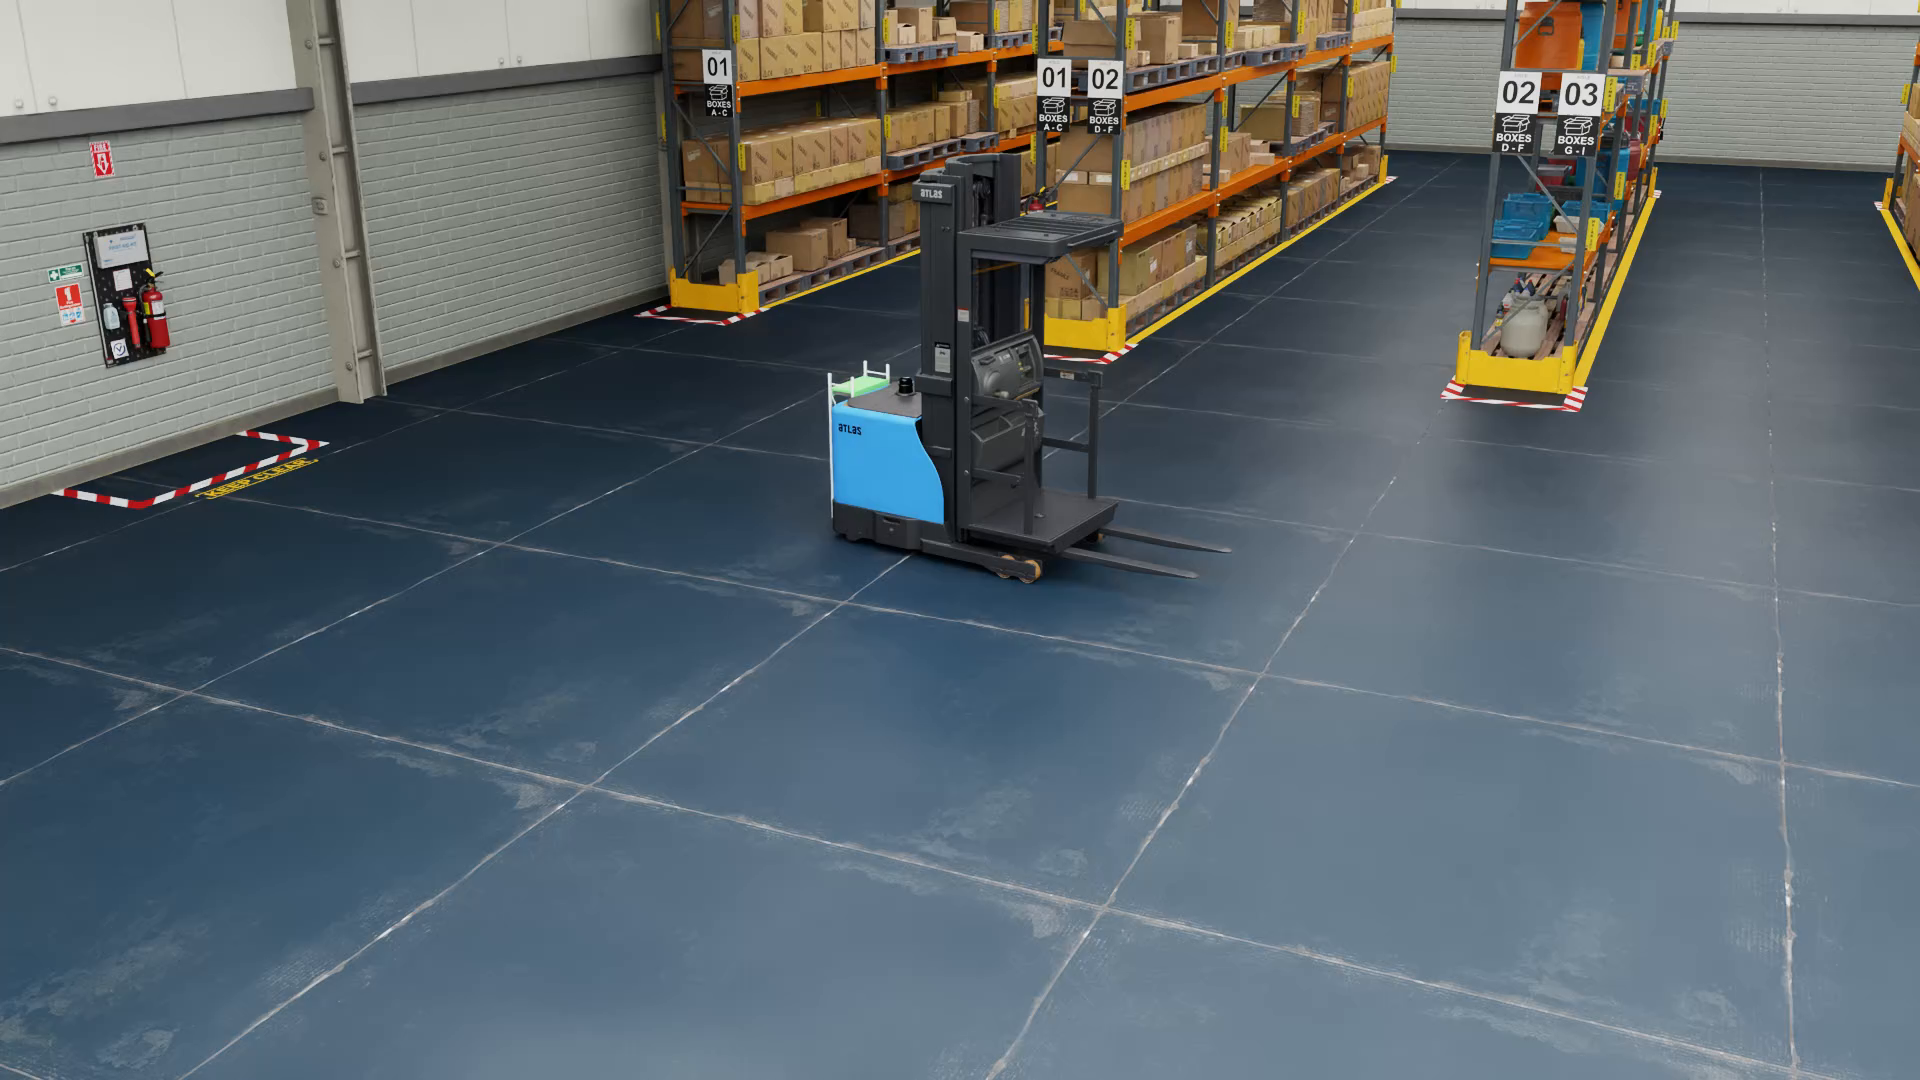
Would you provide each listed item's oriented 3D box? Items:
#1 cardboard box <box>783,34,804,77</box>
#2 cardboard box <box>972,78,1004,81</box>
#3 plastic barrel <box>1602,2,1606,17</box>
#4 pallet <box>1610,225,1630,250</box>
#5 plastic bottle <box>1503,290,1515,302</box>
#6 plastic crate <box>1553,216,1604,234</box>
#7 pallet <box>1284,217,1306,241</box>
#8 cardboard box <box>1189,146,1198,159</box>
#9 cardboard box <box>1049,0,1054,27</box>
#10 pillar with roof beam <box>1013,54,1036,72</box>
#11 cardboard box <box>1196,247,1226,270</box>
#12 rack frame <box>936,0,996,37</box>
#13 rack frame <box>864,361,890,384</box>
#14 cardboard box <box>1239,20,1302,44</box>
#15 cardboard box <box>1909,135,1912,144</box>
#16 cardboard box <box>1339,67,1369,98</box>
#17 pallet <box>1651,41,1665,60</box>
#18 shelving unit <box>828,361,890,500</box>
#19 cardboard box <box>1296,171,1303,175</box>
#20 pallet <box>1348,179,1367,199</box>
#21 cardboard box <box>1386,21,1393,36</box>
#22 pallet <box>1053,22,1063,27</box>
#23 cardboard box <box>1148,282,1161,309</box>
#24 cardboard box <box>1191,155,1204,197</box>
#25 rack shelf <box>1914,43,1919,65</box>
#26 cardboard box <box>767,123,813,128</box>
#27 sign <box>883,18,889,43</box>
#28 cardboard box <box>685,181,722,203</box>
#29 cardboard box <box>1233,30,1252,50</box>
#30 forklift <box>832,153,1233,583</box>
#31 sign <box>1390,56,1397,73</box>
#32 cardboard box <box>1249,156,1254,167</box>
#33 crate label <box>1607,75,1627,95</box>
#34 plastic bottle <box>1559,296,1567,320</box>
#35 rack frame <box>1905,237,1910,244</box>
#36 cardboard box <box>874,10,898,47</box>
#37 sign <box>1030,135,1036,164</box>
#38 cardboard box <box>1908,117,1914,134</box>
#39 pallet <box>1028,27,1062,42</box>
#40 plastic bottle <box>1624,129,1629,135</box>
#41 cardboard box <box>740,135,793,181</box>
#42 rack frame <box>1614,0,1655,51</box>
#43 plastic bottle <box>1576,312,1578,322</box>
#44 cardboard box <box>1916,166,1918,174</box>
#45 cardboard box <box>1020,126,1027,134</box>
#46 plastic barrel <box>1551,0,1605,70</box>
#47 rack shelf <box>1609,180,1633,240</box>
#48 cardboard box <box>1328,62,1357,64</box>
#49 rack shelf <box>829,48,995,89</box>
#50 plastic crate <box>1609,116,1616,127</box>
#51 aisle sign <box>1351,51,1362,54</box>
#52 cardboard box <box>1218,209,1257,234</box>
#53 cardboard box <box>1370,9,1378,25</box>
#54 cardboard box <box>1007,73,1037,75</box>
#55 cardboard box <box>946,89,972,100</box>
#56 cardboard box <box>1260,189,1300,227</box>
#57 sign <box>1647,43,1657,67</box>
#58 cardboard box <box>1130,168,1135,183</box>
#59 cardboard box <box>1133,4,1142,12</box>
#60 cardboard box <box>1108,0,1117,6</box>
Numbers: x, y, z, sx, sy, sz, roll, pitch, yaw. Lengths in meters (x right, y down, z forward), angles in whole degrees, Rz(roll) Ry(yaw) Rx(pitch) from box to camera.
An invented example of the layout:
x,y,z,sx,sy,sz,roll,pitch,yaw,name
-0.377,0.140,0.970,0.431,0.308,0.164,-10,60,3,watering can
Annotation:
x,y,z,sx,sy,sz,roll,pitch,yaw,name
-2.355,-6.235,21.368,0.500,0.500,0.500,10,22,25,cardboard box
0.472,-7.862,28.858,0.500,0.250,0.500,8,21,21,cardboard box
8.040,-6.476,21.478,0.600,0.901,0.708,9,21,23,plastic barrel
9.918,-4.769,26.064,1.003,0.211,1.213,9,21,23,pallet
6.458,-2.767,19.568,0.144,0.351,0.185,10,22,25,plastic bottle
7.061,-3.586,18.970,0.530,0.136,0.437,9,21,23,plastic crate
4.955,-5.055,26.867,1.003,0.211,1.213,9,21,23,pallet
2.853,-5.007,21.454,0.380,0.149,0.250,8,21,21,cardboard box
1.272,-9.460,29.811,0.700,0.500,0.500,7,21,20,cardboard box
5.157,-10.615,29.388,9.100,9.000,0.400,9,21,23,pillar with roof beam
3.368,-3.914,22.975,0.500,0.250,0.500,8,21,21,cardboard box
0.094,-9.651,26.675,1.000,3.000,0.127,9,21,23,rack frame
-0.673,-0.862,13.603,0.240,1.200,0.015,12,23,30,rack frame
4.763,-7.744,25.641,0.910,0.500,0.500,9,21,23,cardboard box
15.852,-6.579,27.365,0.380,0.149,0.250,8,21,21,cardboard box
7.124,-8.307,30.208,0.500,0.500,0.500,8,21,21,cardboard box
10.077,-7.411,25.138,1.003,0.211,1.213,9,21,23,pallet
-0.802,-0.793,13.408,0.258,1.200,0.503,12,23,30,shelving unit
5.624,-6.119,28.771,0.500,0.500,0.500,9,21,23,cardboard box
7.033,-6.638,31.320,1.003,0.211,1.213,9,21,23,pallet
7.921,-9.740,31.628,0.500,0.250,0.500,9,21,23,cardboard box
2.077,-9.667,31.330,1.003,0.211,1.213,9,21,23,pallet
2.168,-3.042,20.522,0.500,0.250,0.500,9,21,23,cardboard box
2.801,-4.833,21.933,0.700,0.500,0.500,8,21,21,cardboard box
16.108,-7.693,26.722,1.077,0.370,4.000,9,21,23,rack shelf
-2.351,-5.469,22.945,0.500,0.500,0.500,9,22,24,cardboard box
-1.046,-7.186,23.450,0.100,0.325,0.005,9,21,23,sign
-3.167,-4.487,21.302,0.500,0.250,0.500,9,21,23,cardboard box
3.816,-7.039,23.406,0.500,0.250,0.500,7,21,18,cardboard box
0.528,-1.271,12.167,3.031,2.935,1.130,12,23,30,forklift
8.389,-9.203,32.170,0.100,0.325,0.005,9,21,23,sign
4.144,-5.629,24.696,0.380,0.149,0.250,10,22,27,cardboard box
6.924,-4.889,17.985,0.502,0.251,0.408,9,21,23,crate label
7.115,-2.741,19.596,0.061,0.283,0.133,9,21,23,plastic bottle
15.289,-6.008,25.385,1.000,3.000,0.127,9,21,23,rack frame
-1.247,-7.416,24.091,0.500,0.500,0.500,12,23,30,cardboard box
0.850,-4.436,18.883,0.100,0.325,0.005,9,21,23,sign
16.068,-6.877,27.610,0.500,0.250,0.500,8,21,21,cardboard box
1.402,-9.083,29.841,0.805,0.209,1.217,8,21,21,pallet
10.561,-6.358,26.444,0.144,0.351,0.185,9,21,23,plastic bottle
-2.501,-4.925,21.415,0.500,0.500,0.500,9,21,23,cardboard box
9.132,-8.291,22.853,1.000,3.000,0.127,9,21,23,rack frame
7.105,-2.585,19.280,0.097,0.201,0.097,0,20,0,plastic bottle
16.001,-5.670,26.981,0.875,0.875,0.875,9,21,23,cardboard box
0.942,-7.181,29.029,0.380,0.149,0.250,9,21,24,cardboard box
6.989,-5.800,18.948,0.600,0.901,0.708,9,21,23,plastic barrel
8.313,-4.514,22.259,1.077,0.370,4.000,9,21,23,rack shelf
7.262,-8.849,31.732,0.500,0.500,0.500,9,21,23,cardboard box
-0.725,-7.287,25.579,1.077,0.370,4.000,9,21,23,rack shelf
11.345,-7.335,29.277,0.416,0.233,0.300,9,21,23,plastic crate
7.651,-9.877,32.385,0.394,0.787,0.004,9,21,23,aisle sign
4.002,-4.651,24.211,0.500,0.311,0.500,9,22,24,cardboard box
7.302,-9.518,30.257,0.500,0.250,0.500,9,21,23,cardboard box
1.098,-8.331,30.176,0.500,0.250,0.500,9,21,23,cardboard box
-0.020,-7.274,27.173,0.380,0.149,0.250,6,20,16,cardboard box
5.062,-5.275,26.398,0.500,0.500,0.500,10,22,25,cardboard box
9.637,-6.755,23.167,0.100,0.325,0.005,9,21,23,sign
1.802,-4.224,19.252,0.380,0.149,0.250,8,21,21,cardboard box
3.312,-10.597,33.260,0.500,0.250,0.500,9,22,24,cardboard box
2.682,-10.477,31.804,0.500,0.500,0.500,9,21,23,cardboard box
